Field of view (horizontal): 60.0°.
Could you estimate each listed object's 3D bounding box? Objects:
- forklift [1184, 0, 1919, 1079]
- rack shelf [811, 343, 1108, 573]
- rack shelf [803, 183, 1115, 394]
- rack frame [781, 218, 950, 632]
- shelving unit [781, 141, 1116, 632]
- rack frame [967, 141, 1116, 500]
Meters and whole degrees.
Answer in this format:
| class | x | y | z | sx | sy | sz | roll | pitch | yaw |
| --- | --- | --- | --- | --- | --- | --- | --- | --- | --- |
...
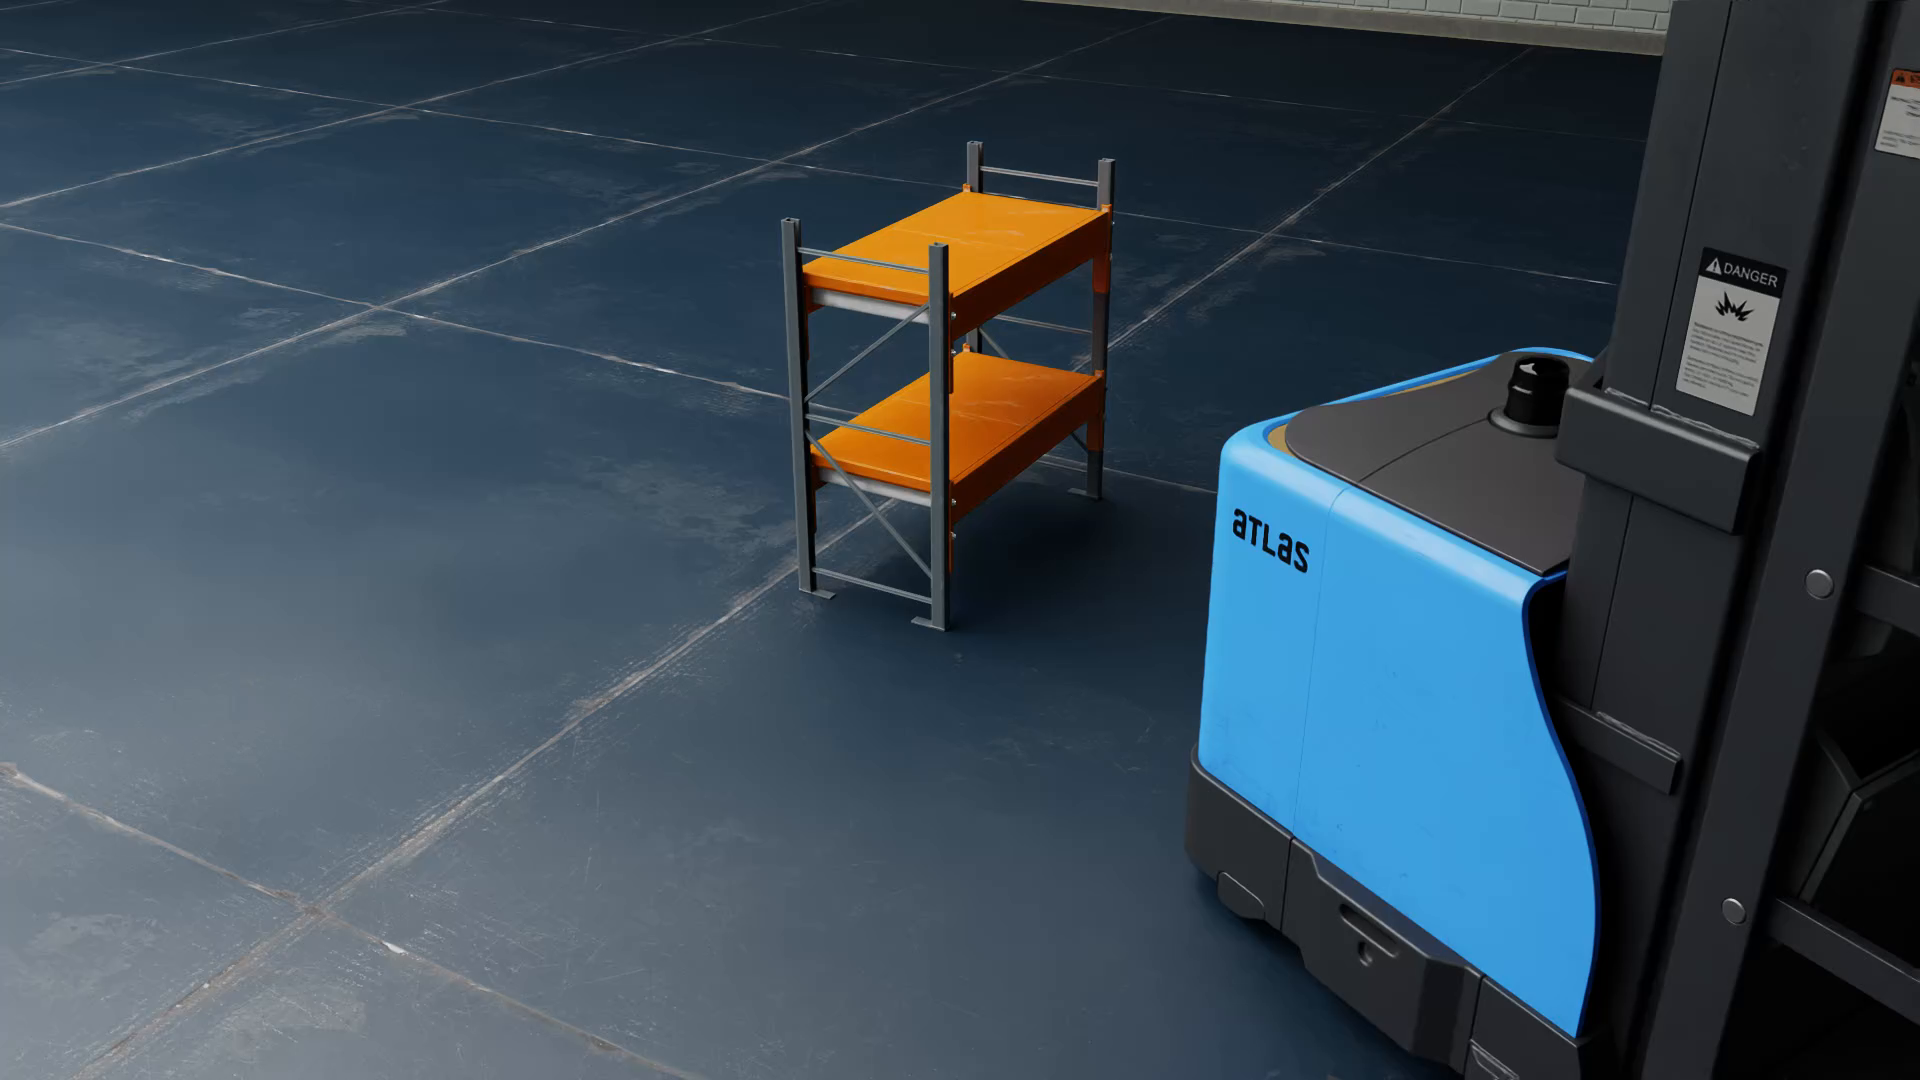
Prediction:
| class | x | y | z | sx | sy | sz | roll | pitch | yaw |
| --- | --- | --- | --- | --- | --- | --- | --- | --- | --- |
| forklift | 1.729 | -0.134 | 2.243 | 1.130 | 2.935 | 3.031 | -16 | 31 | -29 |
| rack shelf | -0.003 | -0.282 | 5.102 | 0.538 | 0.278 | 1.000 | 14 | 30 | 26 |
| rack shelf | -0.003 | -0.762 | 4.862 | 0.538 | 0.278 | 1.000 | 14 | 30 | 26 |
| rack frame | -0.253 | -0.302 | 4.597 | 0.500 | 1.125 | 0.032 | 14 | 30 | 26 |
| shelving unit | -0.003 | -0.500 | 4.993 | 0.538 | 1.125 | 1.048 | 14 | 30 | 26 |
| rack frame | 0.247 | -0.698 | 5.389 | 0.500 | 1.125 | 0.032 | 14 | 30 | 26 |
